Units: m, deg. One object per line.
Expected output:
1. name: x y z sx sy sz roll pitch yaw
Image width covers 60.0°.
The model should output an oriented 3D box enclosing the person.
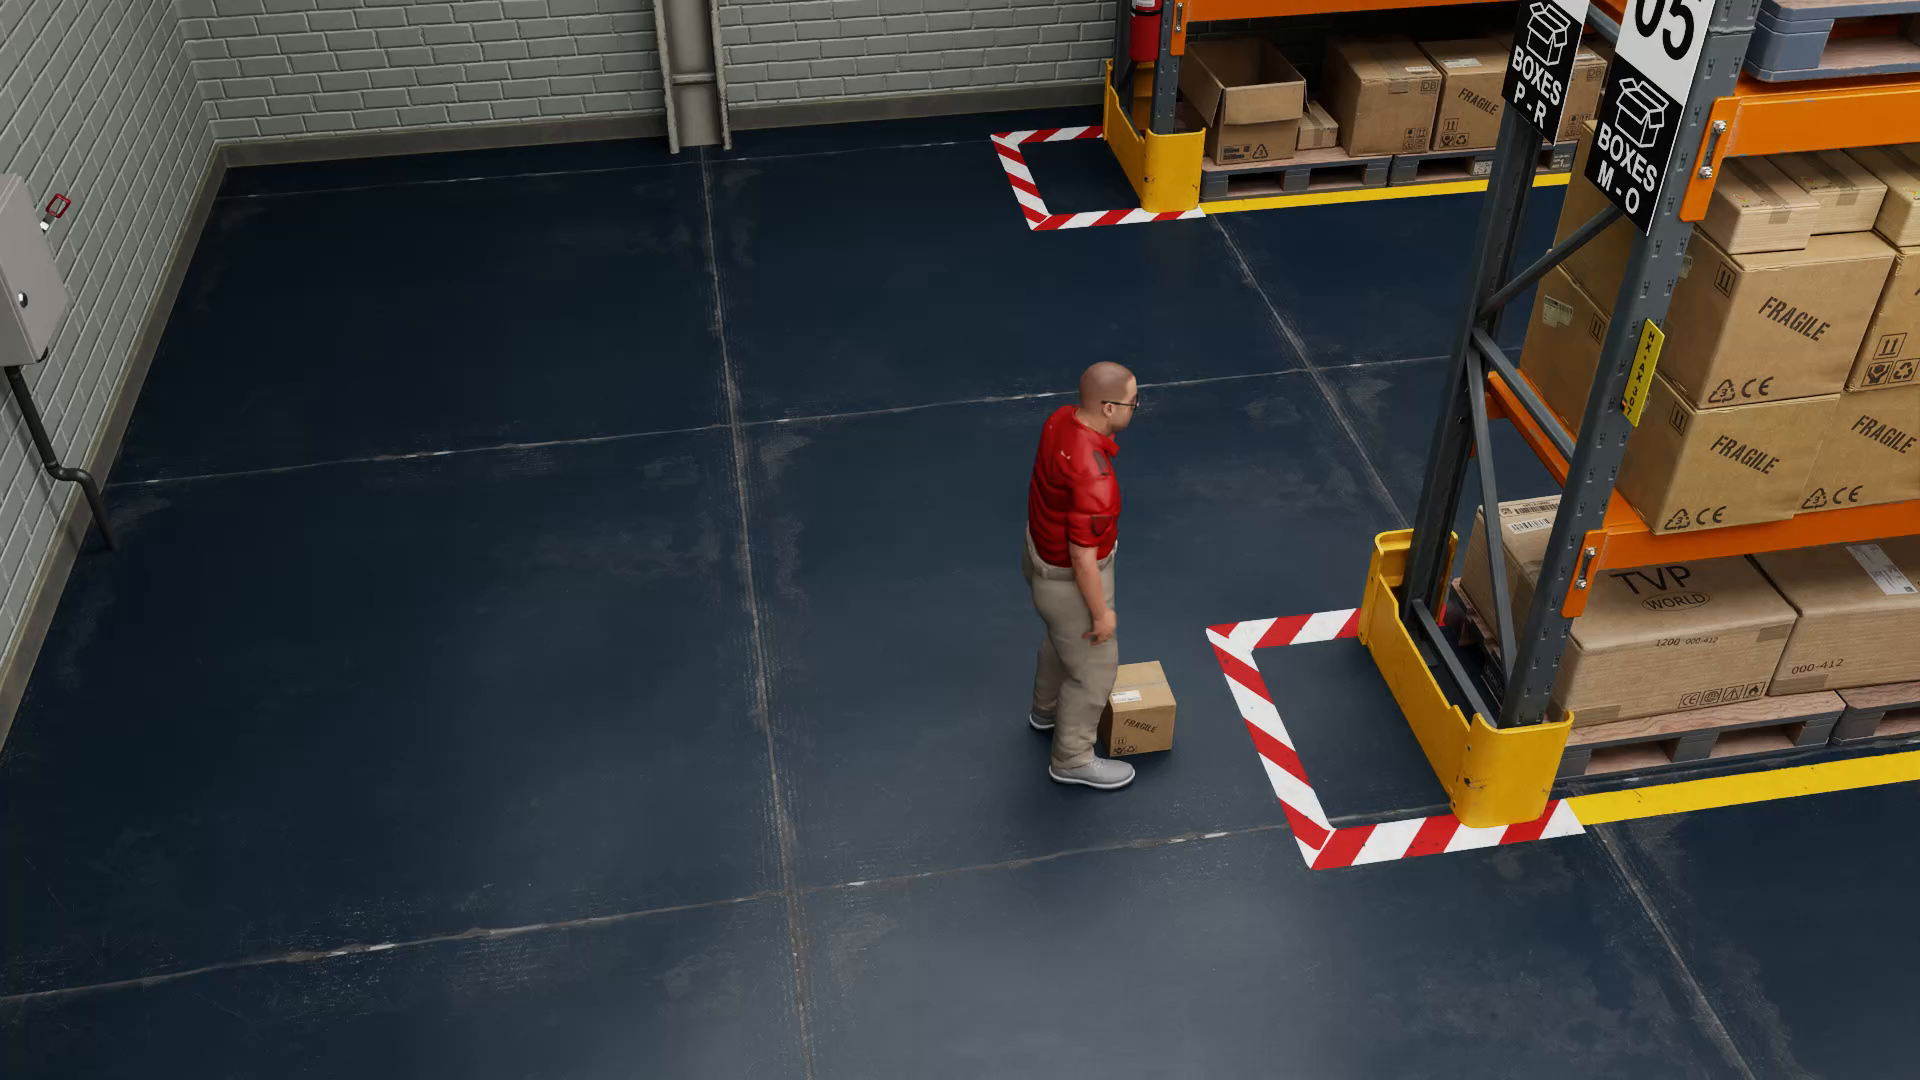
1. person: 0.436 0.118 6.016 0.396 1.726 0.585 -6 39 -8
